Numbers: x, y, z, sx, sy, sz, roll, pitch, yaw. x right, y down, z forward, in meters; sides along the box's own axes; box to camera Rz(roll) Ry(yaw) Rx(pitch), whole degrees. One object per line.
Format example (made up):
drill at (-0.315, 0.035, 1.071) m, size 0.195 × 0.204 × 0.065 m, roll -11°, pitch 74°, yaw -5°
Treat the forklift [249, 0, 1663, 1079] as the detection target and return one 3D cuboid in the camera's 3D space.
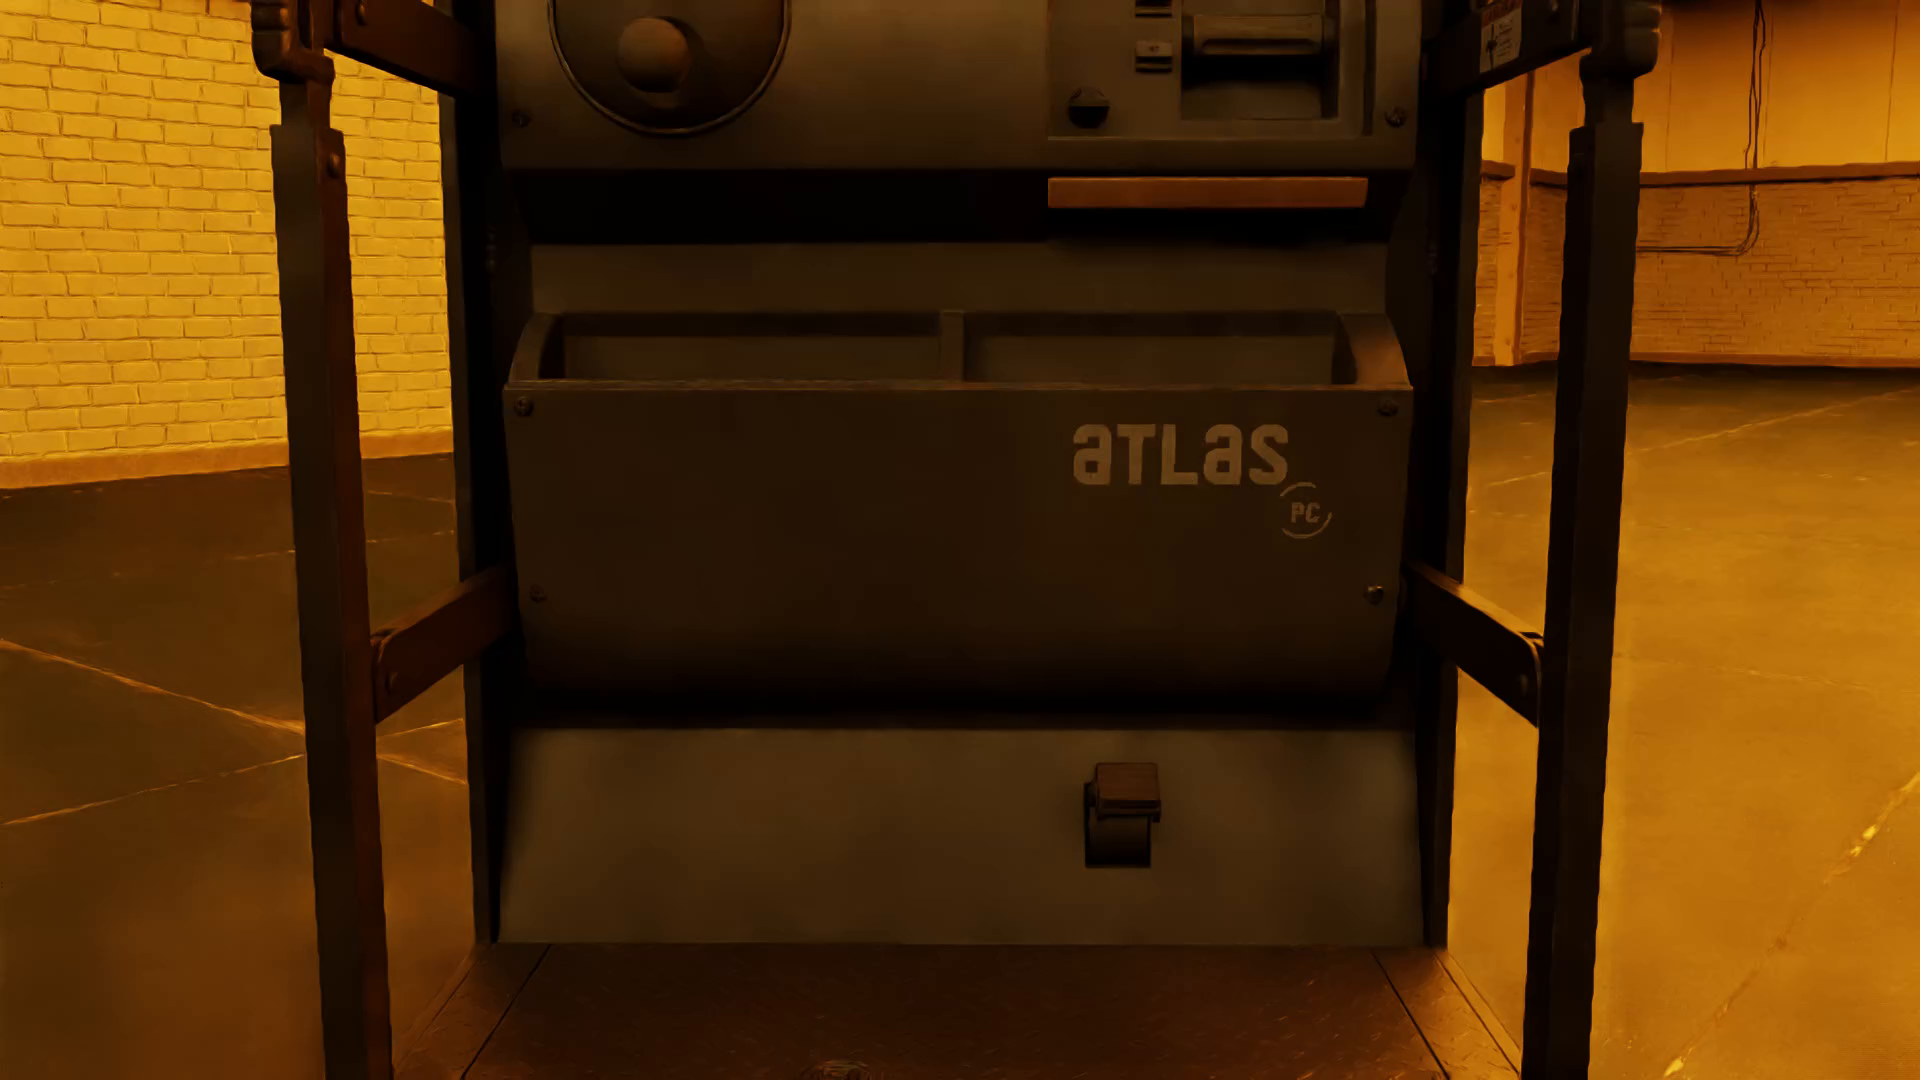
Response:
forklift at (-0.003, -0.615, 1.489) m, size 1.130 × 2.935 × 3.031 m, roll 0°, pitch 8°, yaw 1°
